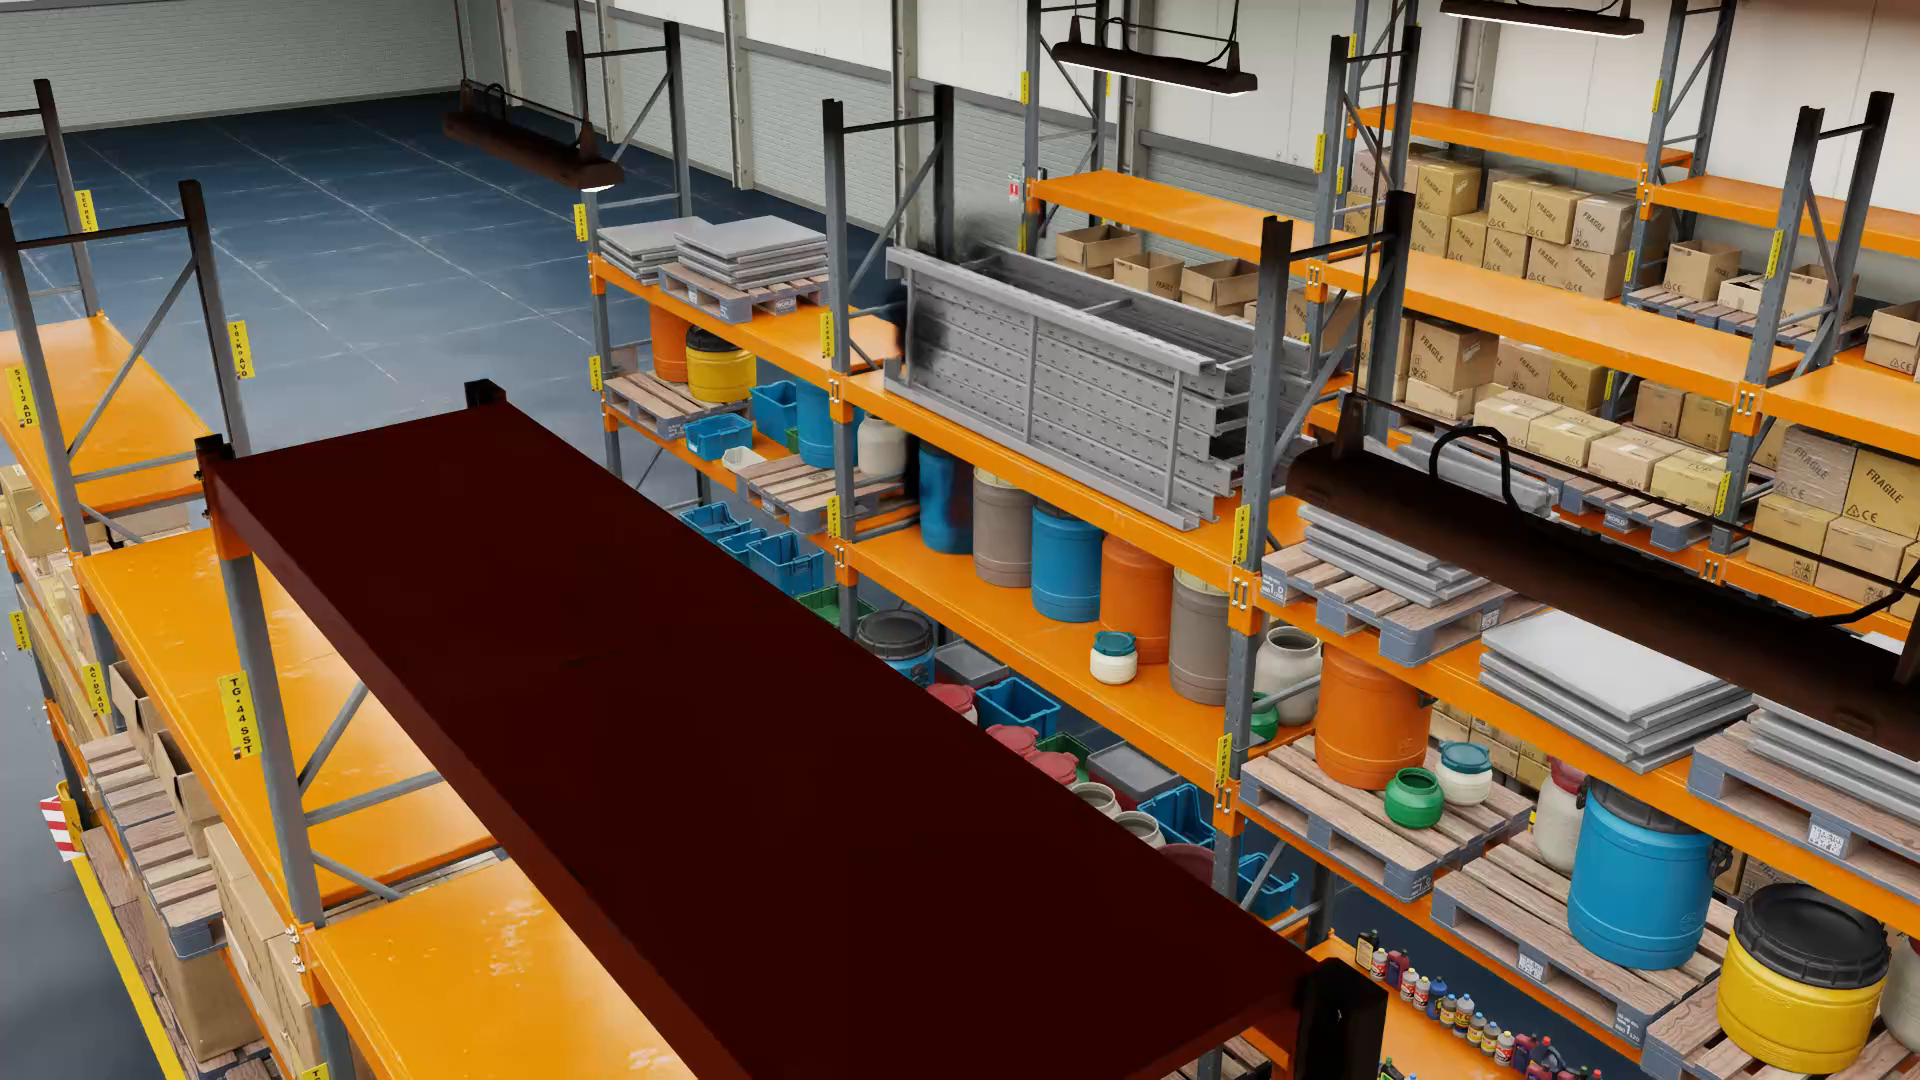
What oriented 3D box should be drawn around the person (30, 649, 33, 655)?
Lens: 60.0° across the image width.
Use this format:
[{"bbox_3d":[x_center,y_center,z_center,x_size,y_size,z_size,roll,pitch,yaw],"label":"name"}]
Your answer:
[{"bbox_3d":[-8.010,0.990,14.908,0.516,1.657,0.587,2,25,4],"label":"person"}]
